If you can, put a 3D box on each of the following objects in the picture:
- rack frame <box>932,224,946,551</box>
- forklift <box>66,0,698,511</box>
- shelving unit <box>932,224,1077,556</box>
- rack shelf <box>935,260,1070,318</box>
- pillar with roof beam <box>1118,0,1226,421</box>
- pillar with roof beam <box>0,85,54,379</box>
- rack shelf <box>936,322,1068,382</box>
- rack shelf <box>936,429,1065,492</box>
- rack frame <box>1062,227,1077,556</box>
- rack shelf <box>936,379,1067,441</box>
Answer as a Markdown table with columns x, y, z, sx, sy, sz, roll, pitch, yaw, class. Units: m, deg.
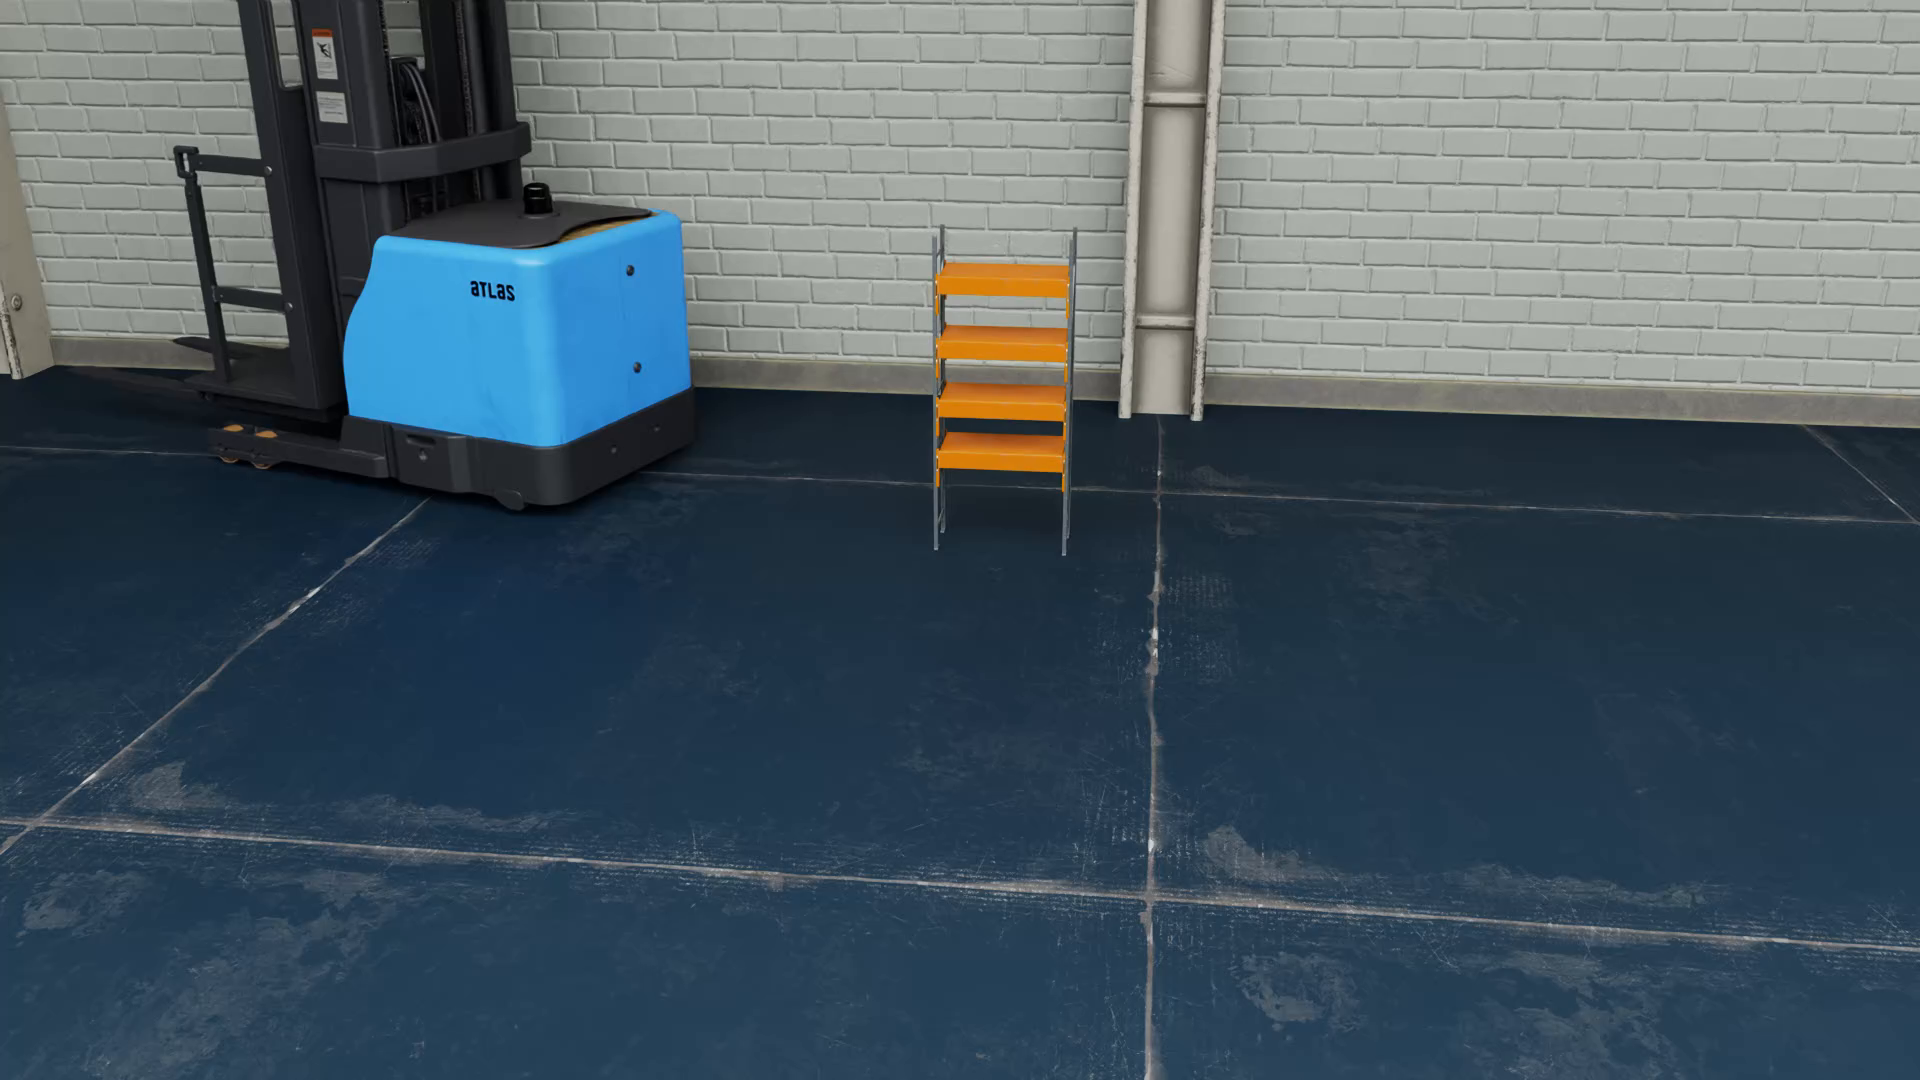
| x | y | z | sx | sy | sz | roll | pitch | yaw | class |
| --- | --- | --- | --- | --- | --- | --- | --- | --- | --- |
| -0.078 | -0.561 | 6.228 | 0.015 | 1.200 | 0.240 | 2 | 22 | 6 | rack frame |
| -2.722 | -1.832 | 7.087 | 3.031 | 2.935 | 1.130 | 10 | 24 | 24 | forklift |
| 0.164 | -0.551 | 6.201 | 0.503 | 1.200 | 0.258 | 2 | 22 | 6 | shelving unit |
| 0.164 | -0.916 | 6.057 | 0.480 | 0.148 | 0.258 | 2 | 22 | 6 | rack shelf |
| 0.462 | -3.242 | 2.401 | 0.400 | 9.000 | 9.100 | 2 | 22 | 6 | pillar with roof beam |
| -5.496 | -3.502 | 3.058 | 0.400 | 9.000 | 9.100 | 2 | 22 | 6 | pillar with roof beam |
| 0.164 | -0.696 | 6.144 | 0.480 | 0.148 | 0.258 | 2 | 22 | 6 | rack shelf |
| 0.164 | -0.304 | 6.299 | 0.480 | 0.148 | 0.258 | 2 | 22 | 6 | rack shelf |
| 0.407 | -0.540 | 6.174 | 0.015 | 1.200 | 0.240 | 2 | 22 | 6 | rack frame |
| 0.164 | -0.488 | 6.226 | 0.480 | 0.148 | 0.258 | 2 | 22 | 6 | rack shelf |
